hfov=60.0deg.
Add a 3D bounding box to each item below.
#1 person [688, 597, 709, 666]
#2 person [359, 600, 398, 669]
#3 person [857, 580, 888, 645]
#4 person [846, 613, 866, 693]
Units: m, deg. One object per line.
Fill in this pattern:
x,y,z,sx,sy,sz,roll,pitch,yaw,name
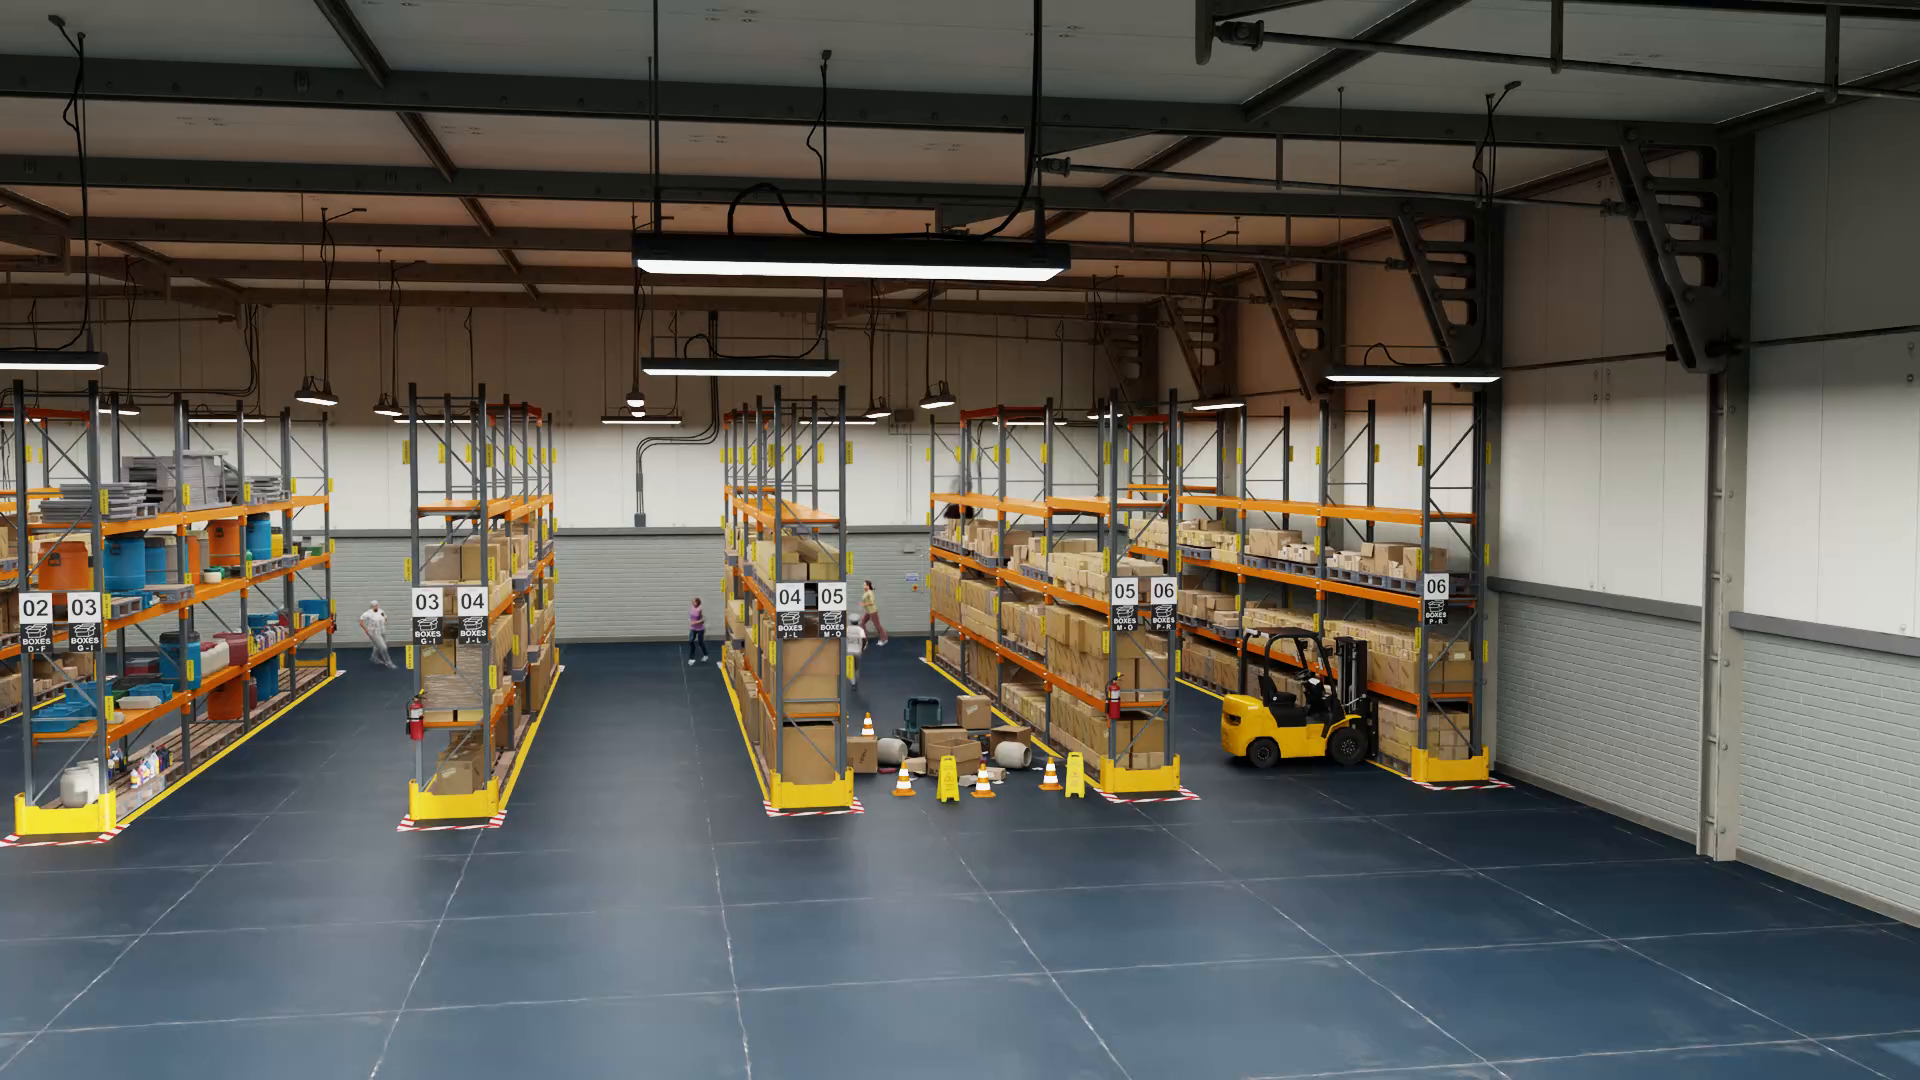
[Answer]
-6.290,2.226,39.972,0.533,1.537,0.754,1,3,24,person
-13.737,2.226,39.187,0.897,1.659,0.731,2,3,29,person
-2.199,1.856,41.509,0.843,1.710,0.509,-2,3,-28,person
-2.238,2.399,34.809,0.569,1.709,0.850,0,3,-2,person
